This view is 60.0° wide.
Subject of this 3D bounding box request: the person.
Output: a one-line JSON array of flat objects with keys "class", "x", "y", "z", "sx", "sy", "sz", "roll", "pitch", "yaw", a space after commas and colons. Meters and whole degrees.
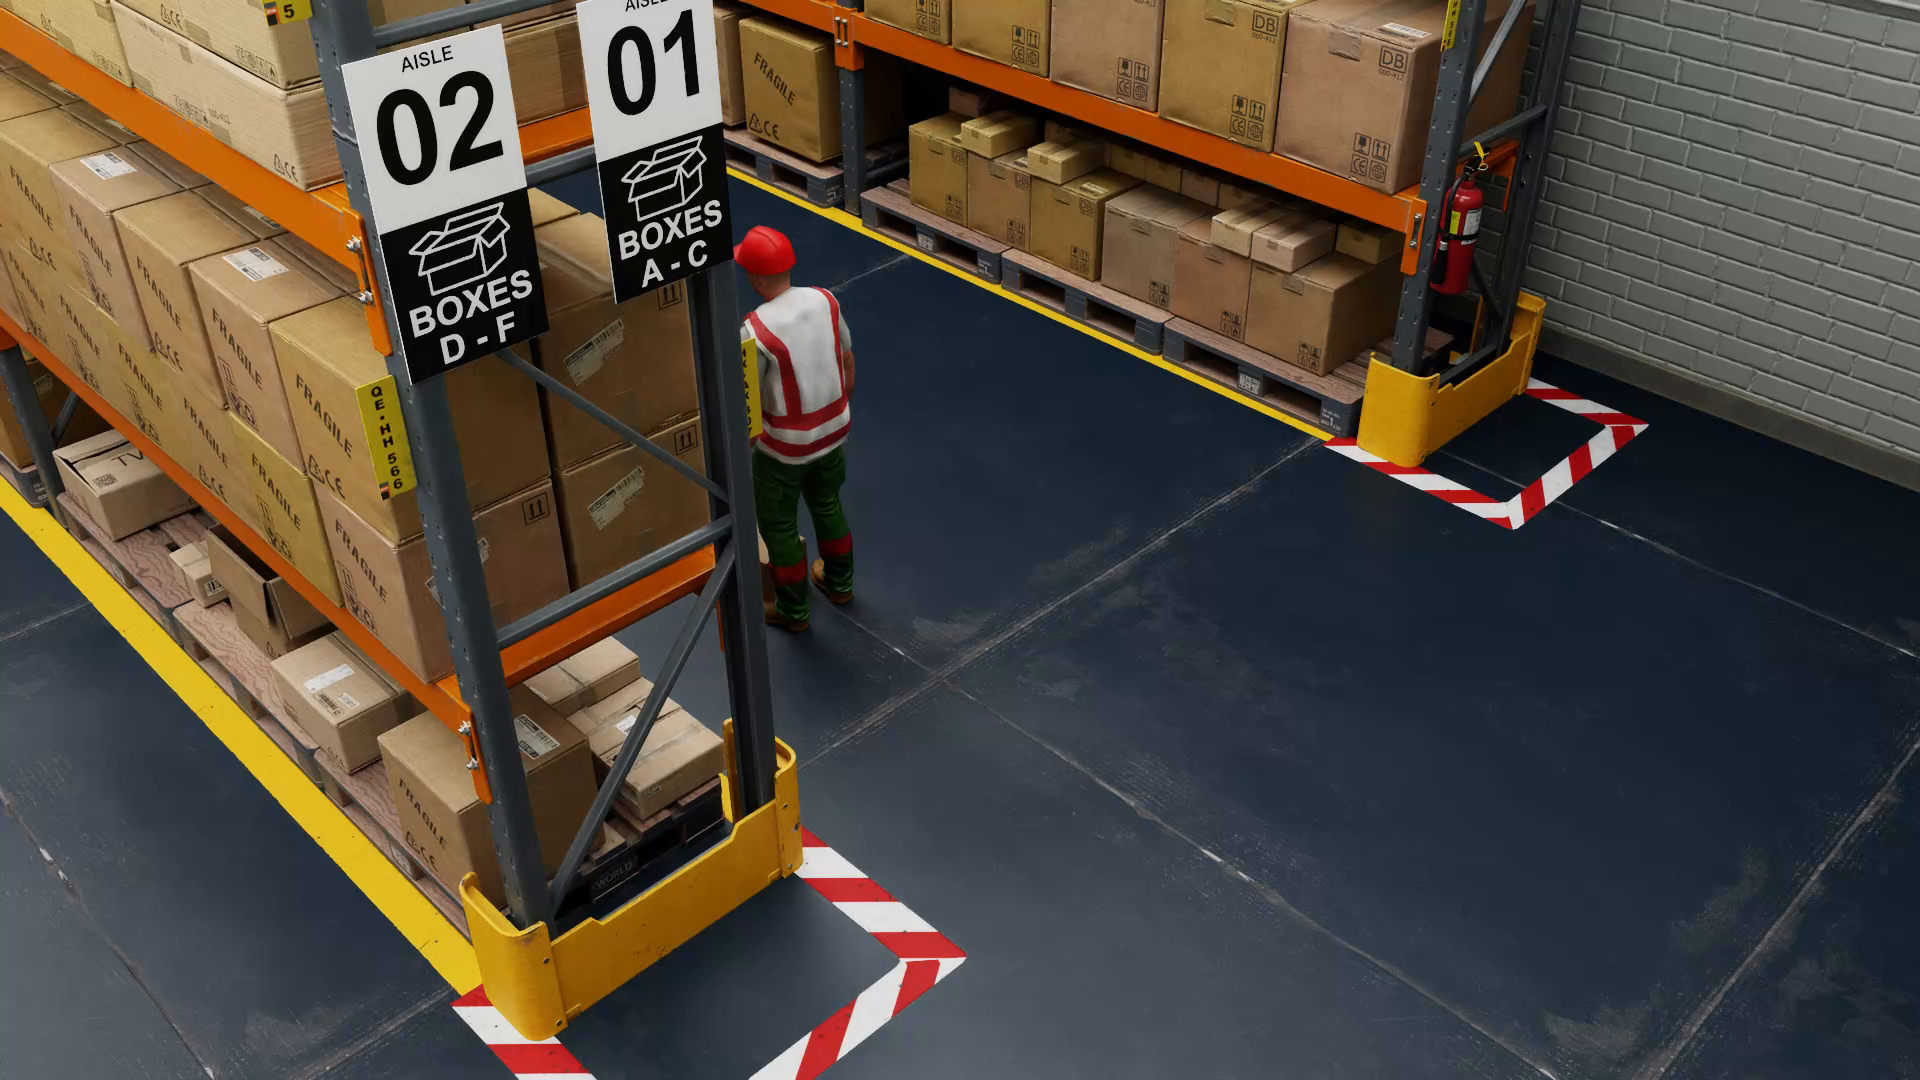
[{"class": "person", "x": -0.676, "y": -0.429, "z": 6.742, "sx": 0.607, "sy": 1.778, "sz": 0.452, "roll": -30, "pitch": 45, "yaw": -35}]
